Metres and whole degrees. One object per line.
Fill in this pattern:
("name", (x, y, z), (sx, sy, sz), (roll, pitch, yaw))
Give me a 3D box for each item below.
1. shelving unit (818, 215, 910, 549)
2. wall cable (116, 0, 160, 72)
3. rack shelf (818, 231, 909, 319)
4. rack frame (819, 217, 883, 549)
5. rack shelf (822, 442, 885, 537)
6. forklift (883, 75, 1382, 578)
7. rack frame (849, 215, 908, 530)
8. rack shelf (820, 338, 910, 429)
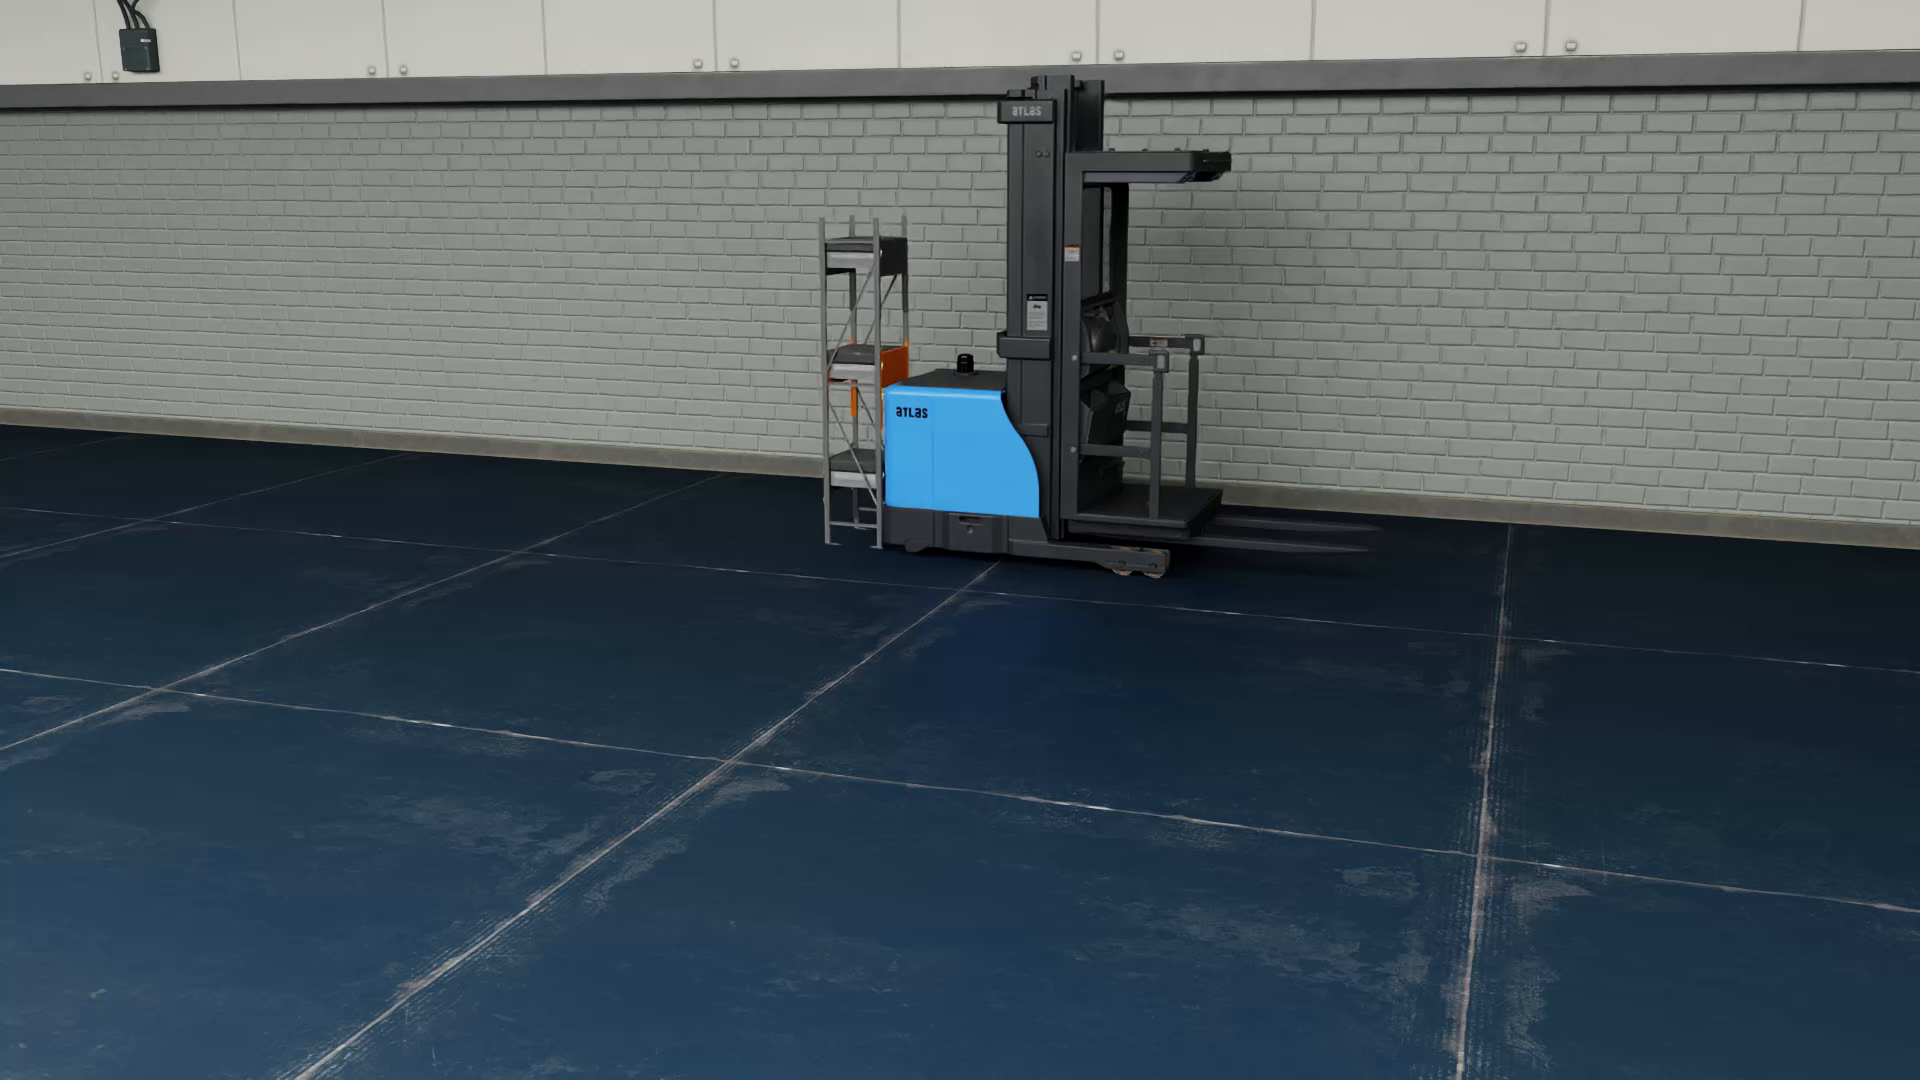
("shelving unit", (-0.611, -1.034, 10.801), (0.431, 2.100, 0.503), (4, 14, 19))
("wall cable", (-6.144, -6.910, 13.396), (2.305, 6.003, 0.169), (4, 14, 18))
("rack shelf", (-0.611, -1.703, 10.648), (0.431, 0.518, 0.480), (4, 14, 19))
("rack frame", (-0.691, -0.983, 10.576), (0.400, 2.100, 0.015), (4, 14, 19))
("rack shelf", (-0.611, -0.338, 10.959), (0.431, 0.518, 0.480), (4, 14, 19))
("forklift", (1.083, -1.334, 10.244), (3.031, 2.935, 1.130), (5, 14, 20))
("rack frame", (-0.530, -1.086, 11.025), (0.400, 2.100, 0.015), (4, 14, 19))
("rack shelf", (-0.611, -1.021, 10.804), (0.431, 0.518, 0.480), (4, 14, 19))
